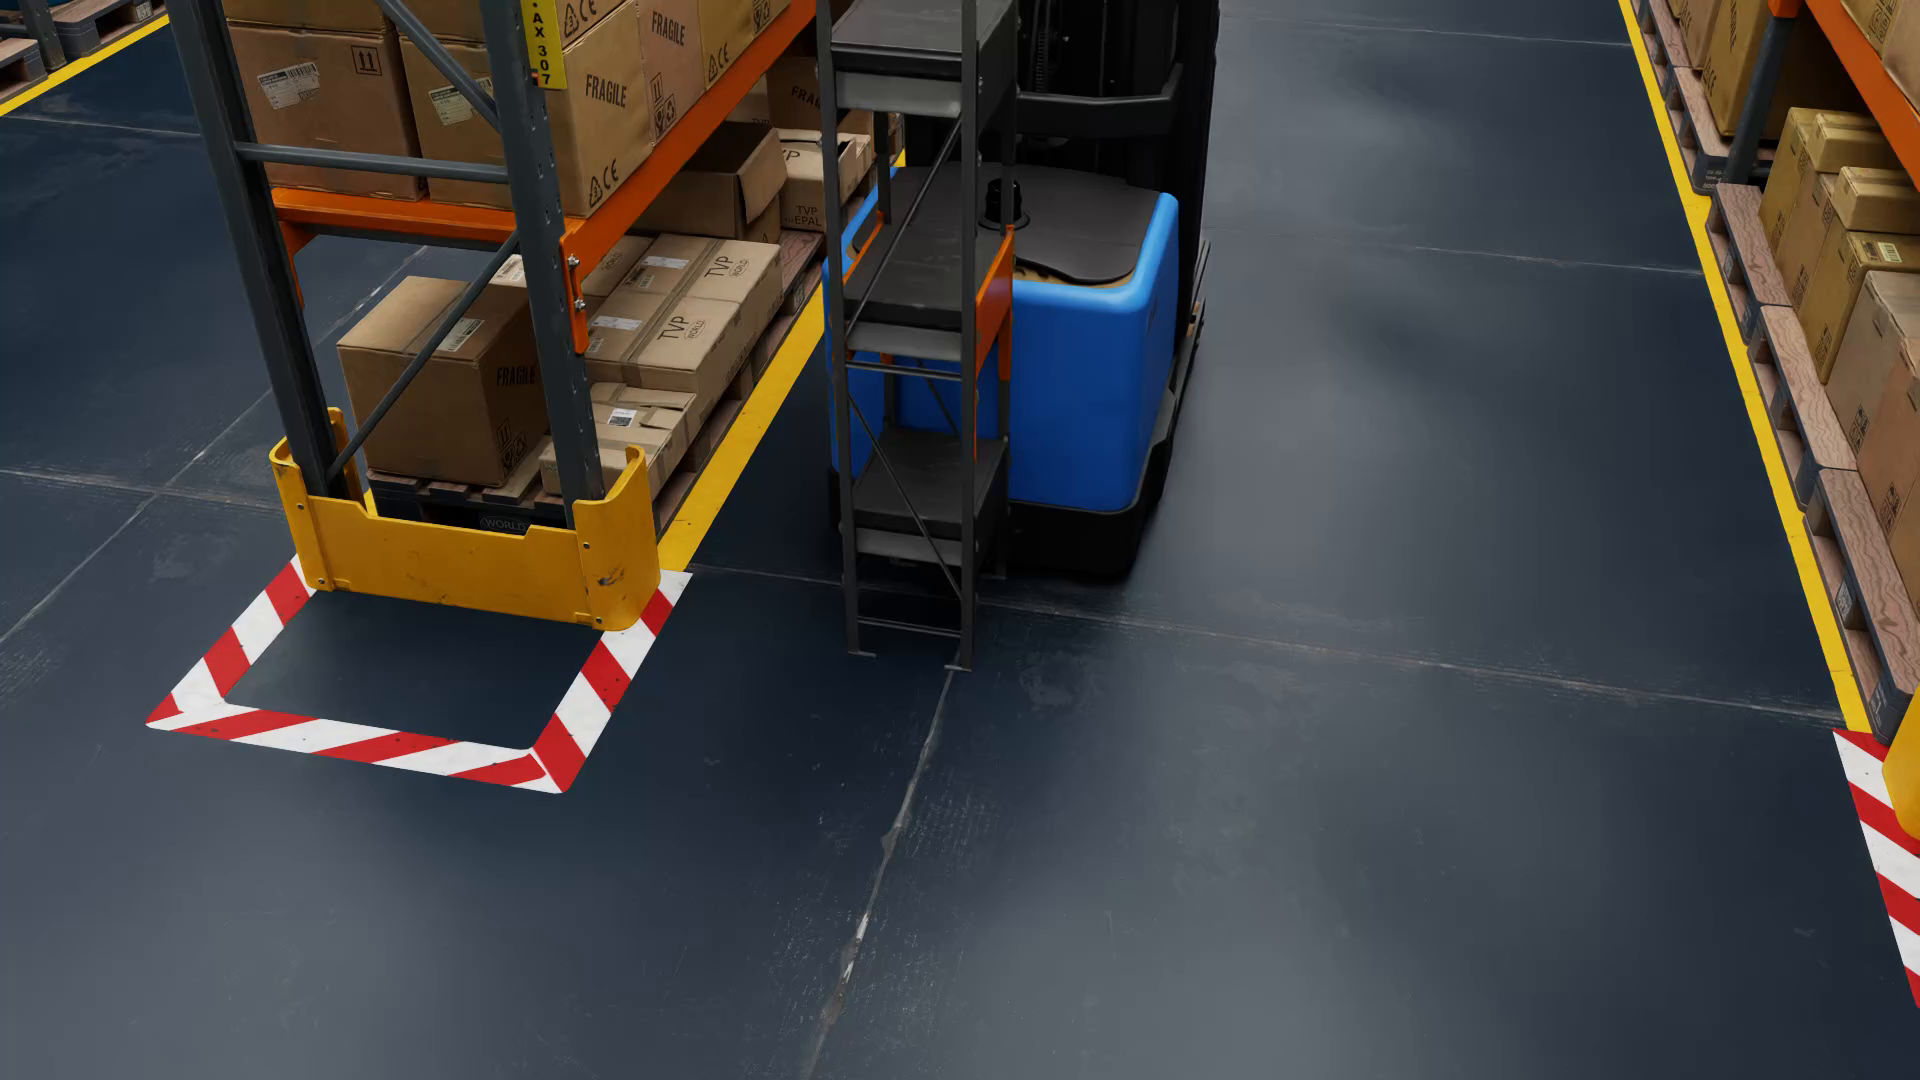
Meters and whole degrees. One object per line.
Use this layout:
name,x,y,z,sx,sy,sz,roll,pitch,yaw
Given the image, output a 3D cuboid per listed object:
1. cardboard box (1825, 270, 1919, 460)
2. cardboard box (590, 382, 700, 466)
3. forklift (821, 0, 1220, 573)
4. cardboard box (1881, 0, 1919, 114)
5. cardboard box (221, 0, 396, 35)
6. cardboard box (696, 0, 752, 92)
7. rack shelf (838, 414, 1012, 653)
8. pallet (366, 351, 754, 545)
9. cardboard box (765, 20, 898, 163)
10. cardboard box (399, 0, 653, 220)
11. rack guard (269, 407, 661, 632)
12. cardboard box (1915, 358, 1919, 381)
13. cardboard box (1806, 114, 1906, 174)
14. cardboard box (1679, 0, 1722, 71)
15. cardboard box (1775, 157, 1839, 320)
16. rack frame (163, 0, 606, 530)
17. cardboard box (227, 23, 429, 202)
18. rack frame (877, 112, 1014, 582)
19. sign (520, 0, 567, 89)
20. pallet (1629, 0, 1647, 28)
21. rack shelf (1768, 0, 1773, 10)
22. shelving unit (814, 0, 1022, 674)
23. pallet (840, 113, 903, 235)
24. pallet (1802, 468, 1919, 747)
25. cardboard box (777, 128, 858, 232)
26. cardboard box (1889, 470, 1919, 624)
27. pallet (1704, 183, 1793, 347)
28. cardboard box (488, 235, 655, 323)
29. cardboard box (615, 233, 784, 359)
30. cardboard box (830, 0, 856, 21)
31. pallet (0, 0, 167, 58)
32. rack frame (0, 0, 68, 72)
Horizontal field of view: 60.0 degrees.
cardboard box,3.493,-0.569,5.751,0.700,0.500,0.500,6,36,8
cardboard box,-1.134,-0.412,5.802,0.380,0.166,0.250,7,37,10
forklift,0.395,-1.941,5.930,1.130,2.935,3.031,8,37,11
cardboard box,3.643,-1.691,5.272,0.980,0.700,0.700,6,36,8
cardboard box,-1.786,-1.776,4.707,0.500,0.500,0.500,7,37,10
cardboard box,-1.045,-1.886,5.711,0.500,0.500,0.500,7,37,10
rack shelf,-0.099,-0.025,5.212,0.431,0.518,0.480,8,37,11
pallet,-1.427,-0.412,6.139,1.003,0.211,1.213,7,37,10
cardboard box,-0.602,-2.138,7.899,0.500,0.500,0.500,7,37,10
cardboard box,-1.260,-1.302,4.906,0.500,0.500,0.500,8,37,11
rack guard,-1.596,-0.072,5.423,1.175,0.500,0.348,7,37,10
cardboard box,3.183,-0.499,5.102,0.380,0.149,0.250,8,37,11
cardboard box,3.571,-1.546,6.547,0.380,0.149,0.250,8,37,12
cardboard box,4.281,-2.914,8.688,0.750,0.750,0.750,8,37,11
cardboard box,3.712,-1.170,6.580,0.700,0.500,0.500,7,37,9
rack frame,-1.612,-1.041,4.630,1.000,3.000,0.127,7,37,10
cardboard box,-1.782,-1.372,5.002,0.500,0.500,0.500,8,37,11
rack frame,-0.043,-0.743,4.985,0.400,2.100,0.015,8,37,11
sign,-1.082,-1.323,4.282,0.100,0.325,0.005,7,37,10
pallet,4.695,-3.437,10.312,1.003,0.211,1.213,7,37,10
rack shelf,4.510,-3.570,8.733,1.077,0.370,4.000,7,37,10
shelving unit,-0.099,-0.603,4.793,0.431,2.100,0.503,8,37,11
pallet,-0.905,-1.811,8.069,1.003,0.211,1.213,7,37,10
pallet,3.322,0.239,5.240,1.003,0.211,1.213,7,37,10
cardboard box,-0.763,-1.631,7.361,0.500,0.311,0.500,7,37,10
cardboard box,3.280,0.006,4.957,0.700,0.500,0.500,7,37,10
pallet,3.843,-1.160,7.170,1.003,0.211,1.213,7,37,10
cardboard box,-1.504,-0.989,6.527,0.500,0.250,0.500,7,37,10
cardboard box,-1.005,-0.955,6.480,0.500,0.250,0.500,7,37,10
cardboard box,-0.416,-2.747,8.739,0.500,0.500,0.500,6,36,8
pallet,-5.391,-3.265,10.075,1.003,0.211,1.213,7,37,10
rack frame,-5.596,-3.957,8.653,1.000,3.000,0.127,7,37,10
